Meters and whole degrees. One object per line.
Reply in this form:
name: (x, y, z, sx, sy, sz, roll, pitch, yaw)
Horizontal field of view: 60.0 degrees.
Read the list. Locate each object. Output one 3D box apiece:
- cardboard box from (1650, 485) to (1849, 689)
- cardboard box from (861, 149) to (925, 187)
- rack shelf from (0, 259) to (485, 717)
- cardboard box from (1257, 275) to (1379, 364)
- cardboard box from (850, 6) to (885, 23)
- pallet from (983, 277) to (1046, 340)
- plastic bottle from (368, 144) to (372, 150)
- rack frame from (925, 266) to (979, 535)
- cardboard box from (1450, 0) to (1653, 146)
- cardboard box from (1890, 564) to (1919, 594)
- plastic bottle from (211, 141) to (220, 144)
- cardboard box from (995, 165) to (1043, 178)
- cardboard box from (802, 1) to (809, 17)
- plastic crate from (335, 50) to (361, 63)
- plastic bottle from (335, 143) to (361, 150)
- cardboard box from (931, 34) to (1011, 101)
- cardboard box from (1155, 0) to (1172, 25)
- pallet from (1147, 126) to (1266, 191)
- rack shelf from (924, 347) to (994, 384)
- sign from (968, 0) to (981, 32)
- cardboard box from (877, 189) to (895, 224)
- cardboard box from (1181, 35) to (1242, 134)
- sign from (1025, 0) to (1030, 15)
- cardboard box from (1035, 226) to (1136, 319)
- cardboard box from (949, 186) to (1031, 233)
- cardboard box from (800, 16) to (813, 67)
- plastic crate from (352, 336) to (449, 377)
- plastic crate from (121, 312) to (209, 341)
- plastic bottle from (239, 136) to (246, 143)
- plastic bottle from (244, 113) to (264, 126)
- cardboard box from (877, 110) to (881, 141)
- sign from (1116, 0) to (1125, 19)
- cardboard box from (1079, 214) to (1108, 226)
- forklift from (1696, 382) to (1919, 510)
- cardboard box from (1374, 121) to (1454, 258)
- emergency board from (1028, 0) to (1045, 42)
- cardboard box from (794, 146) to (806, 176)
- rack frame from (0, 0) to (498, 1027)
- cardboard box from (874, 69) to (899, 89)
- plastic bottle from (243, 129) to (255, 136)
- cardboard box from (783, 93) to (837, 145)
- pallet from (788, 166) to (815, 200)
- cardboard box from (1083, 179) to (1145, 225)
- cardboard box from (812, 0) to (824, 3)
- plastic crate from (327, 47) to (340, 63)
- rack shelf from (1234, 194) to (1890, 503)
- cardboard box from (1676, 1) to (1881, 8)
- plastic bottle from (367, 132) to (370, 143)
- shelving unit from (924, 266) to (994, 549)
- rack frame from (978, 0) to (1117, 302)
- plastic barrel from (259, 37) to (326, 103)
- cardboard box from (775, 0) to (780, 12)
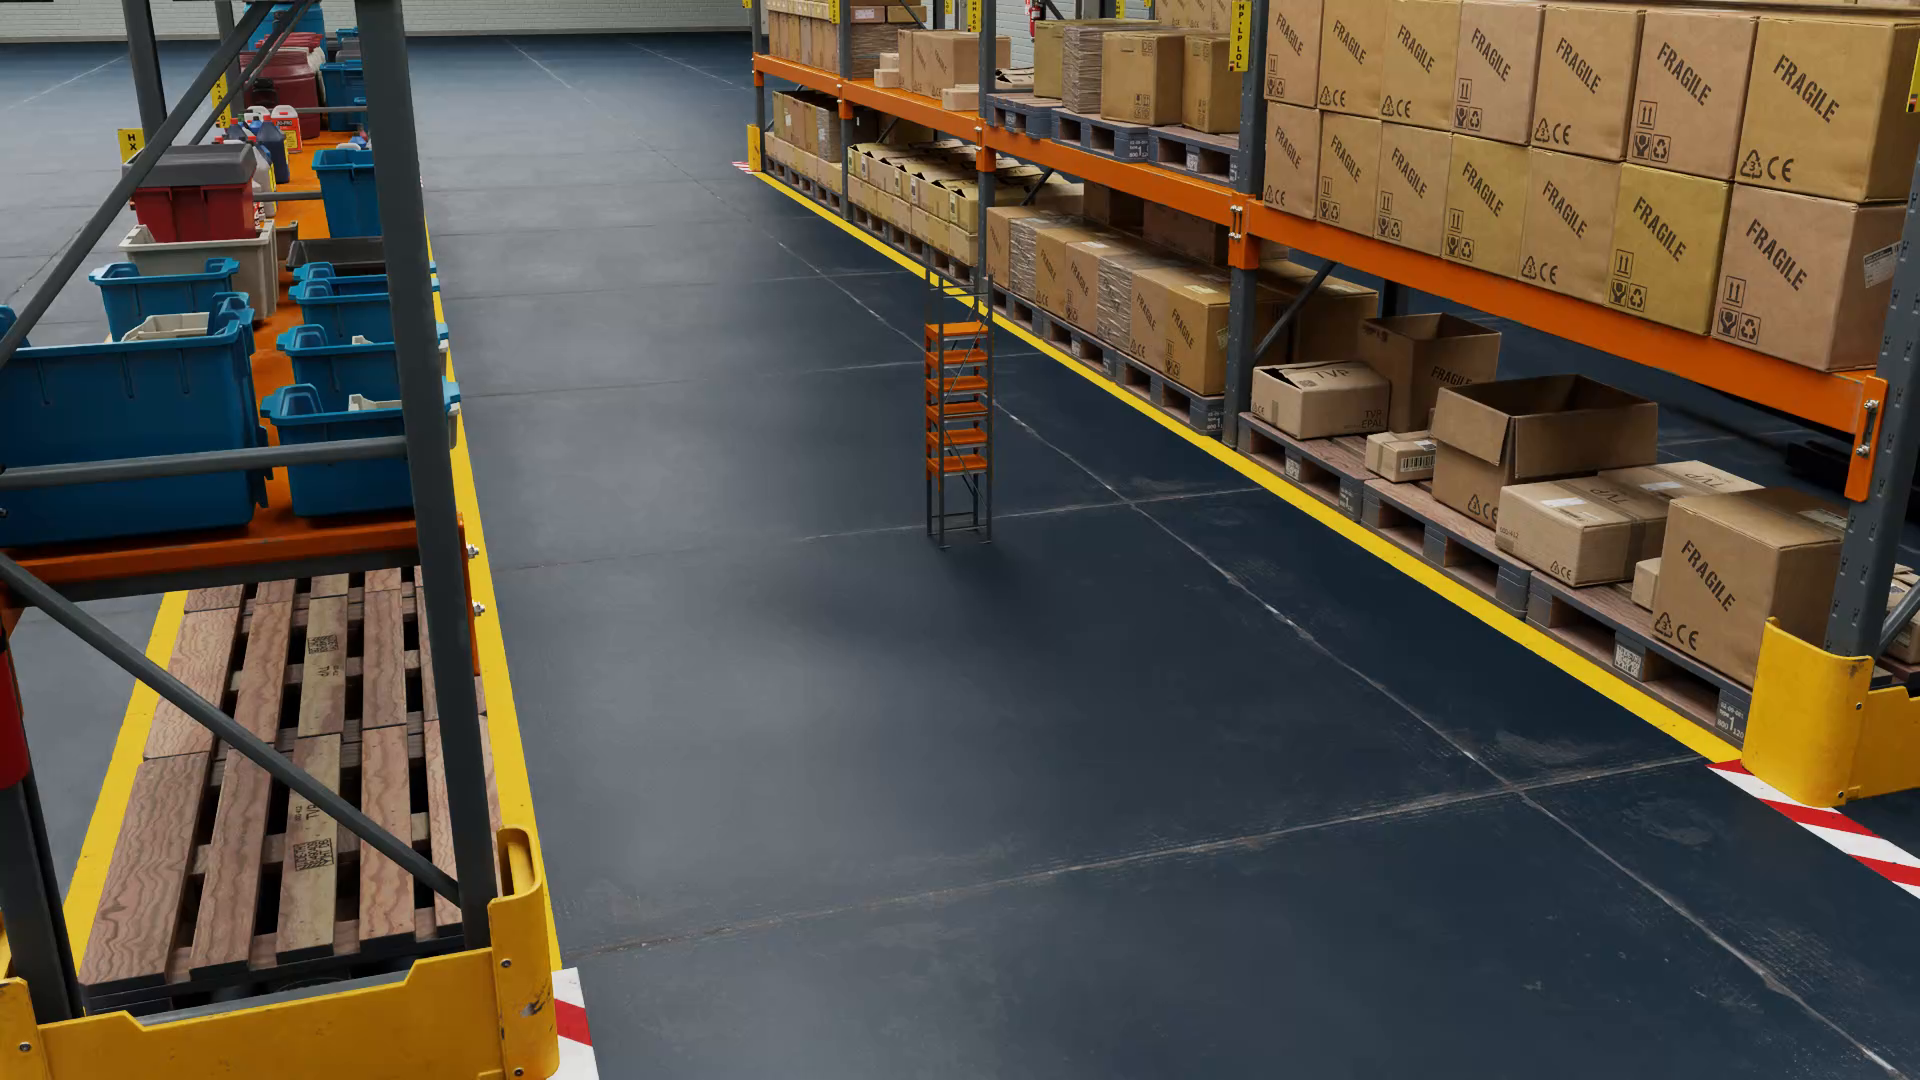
cardboard box: (2.737, 0.148, 5.615, 0.500, 0.500, 0.500, -6, 21, -17)
cardboard box: (-0.585, -3.371, 14.982, 0.500, 0.311, 0.500, -7, 21, -18)
rack shelf: (-2.191, -0.451, 5.300, 1.077, 0.370, 4.000, -6, 21, -17)
cardboard box: (1.963, -1.169, 9.280, 0.500, 0.500, 0.500, -7, 21, -20)
cardboard box: (-0.919, -4.941, 15.628, 0.380, 0.149, 0.250, -6, 21, -17)
pallet: (0.826, -1.684, 11.794, 1.003, 0.211, 1.213, -6, 21, -17)
plastic bottle: (-2.894, -1.860, 8.340, 0.152, 0.276, 0.135, -6, 21, -17)
rack frame: (-0.033, -0.599, 7.308, 0.240, 1.200, 0.006, -6, 21, -17)
cardboard box: (2.252, -1.797, 6.356, 0.500, 0.500, 0.500, -6, 21, -16)
cardboard box: (3.257, 0.202, 5.957, 0.380, 0.166, 0.250, -6, 21, -17)
plastic bottle: (-3.419, -1.669, 7.698, 0.144, 0.351, 0.185, -6, 21, -17)
cardboard box: (0.410, -2.939, 13.778, 0.500, 0.311, 0.500, -7, 21, -19)
cardboard box: (-1.403, -5.433, 16.999, 0.380, 0.149, 0.250, -6, 21, -15)
plastic crate: (-4.294, -3.297, 12.062, 0.402, 0.464, 0.583, -6, 21, -17)
plastic bottle: (-3.039, -1.843, 8.295, 0.152, 0.276, 0.135, -6, 21, -17)
cardboard box: (0.084, -3.824, 13.478, 0.500, 0.500, 0.500, -8, 21, -20)
cardboard box: (2.679, -6.442, 19.997, 0.500, 0.500, 0.500, -6, 21, -17)
pallet: (1.737, -2.135, 9.206, 1.003, 0.211, 1.213, -6, 21, -17)
rack shelf: (-0.005, -0.753, 7.161, 0.258, 0.103, 0.180, -6, 21, -17)
sign: (0.101, -3.725, 11.638, 0.100, 0.325, 0.005, -6, 21, -17)
cardboard box: (-0.414, -2.942, 14.616, 0.500, 0.250, 0.500, -7, 21, -19)
cardboard box: (1.671, -2.591, 9.424, 0.700, 0.500, 0.500, -3, 20, -9)
sign: (1.153, -9.130, 28.346, 0.001, 0.329, 0.234, -6, 21, -17)
cardboard box: (0.821, -1.766, 10.942, 0.500, 0.500, 0.500, -7, 21, -18)
cardboard box: (0.228, -2.550, 12.695, 0.500, 0.311, 0.500, -6, 21, -16)
cardboard box: (-1.264, -5.207, 17.328, 0.700, 0.500, 0.500, -6, 21, -16)
plastic crate: (-1.563, -0.496, 4.661, 0.250, 0.136, 0.298, -6, 21, -17)
plastic crate: (-2.289, -0.569, 4.865, 0.298, 0.136, 0.250, -6, 21, -17)
plastic bottle: (-3.685, -1.944, 8.581, 0.097, 0.271, 0.097, 0, 20, 0)
plastic bottle: (-4.102, -2.335, 9.664, 0.152, 0.276, 0.135, -6, 21, -17)
cardboard box: (-0.644, -4.122, 16.793, 0.500, 0.500, 0.500, -6, 21, -17)
sign: (1.139, -3.809, 11.988, 0.100, 0.325, 0.005, -6, 21, -17)
cardboard box: (1.144, -1.996, 11.583, 0.500, 0.500, 0.500, -6, 20, -15)
forklift: (4.782, -1.658, 7.697, 1.130, 2.935, 3.031, -5, 20, -14)
cardboard box: (2.105, -1.487, 6.970, 0.500, 0.500, 0.500, -6, 21, -17)
emergency board: (1.229, -8.925, 27.827, 0.194, 1.169, 0.643, -6, 21, -17)
cardboard box: (-1.460, -4.034, 17.657, 0.500, 0.250, 0.500, -6, 21, -17)
rack frame: (-1.562, -0.148, 3.392, 1.000, 3.000, 0.127, -6, 21, -17)
cardboard box: (-0.546, -4.100, 14.765, 0.380, 0.149, 0.250, -6, 21, -17)
plastic bottle: (-3.812, -2.039, 8.839, 0.152, 0.276, 0.135, -6, 21, -17)
cardboard box: (-1.602, -4.549, 17.981, 0.500, 0.500, 0.500, -6, 21, -17)
pallet: (-1.228, -3.864, 17.861, 1.003, 0.211, 1.213, -6, 21, -17)
cardboard box: (1.165, -2.331, 11.407, 0.500, 0.250, 0.500, -6, 20, -15)
cardboard box: (-1.093, -5.646, 16.632, 0.700, 0.500, 0.500, -6, 21, -17)
plastic crate: (-5.378, -4.151, 14.629, 0.767, 0.338, 0.504, -6, 21, -17)
rack shelf: (2.513, -0.976, 6.762, 1.077, 0.370, 4.000, -6, 21, -17)
cardboard box: (2.928, -1.689, 6.055, 0.500, 0.500, 0.500, -6, 21, -16)
plastic bottle: (-3.075, -2.083, 8.852, 0.144, 0.351, 0.185, -6, 21, -17)
shelving unit: (-0.005, -0.569, 7.227, 0.258, 1.200, 0.189, -6, 21, -17)
rack frame: (0.627, -3.240, 12.001, 1.000, 3.000, 0.127, -6, 21, -17)
plastic barrel: (-5.011, -3.497, 12.515, 0.433, 0.535, 0.433, 0, 20, 0)
cardboard box: (-1.806, -5.847, 18.149, 0.380, 0.149, 0.250, -6, 21, -17)
